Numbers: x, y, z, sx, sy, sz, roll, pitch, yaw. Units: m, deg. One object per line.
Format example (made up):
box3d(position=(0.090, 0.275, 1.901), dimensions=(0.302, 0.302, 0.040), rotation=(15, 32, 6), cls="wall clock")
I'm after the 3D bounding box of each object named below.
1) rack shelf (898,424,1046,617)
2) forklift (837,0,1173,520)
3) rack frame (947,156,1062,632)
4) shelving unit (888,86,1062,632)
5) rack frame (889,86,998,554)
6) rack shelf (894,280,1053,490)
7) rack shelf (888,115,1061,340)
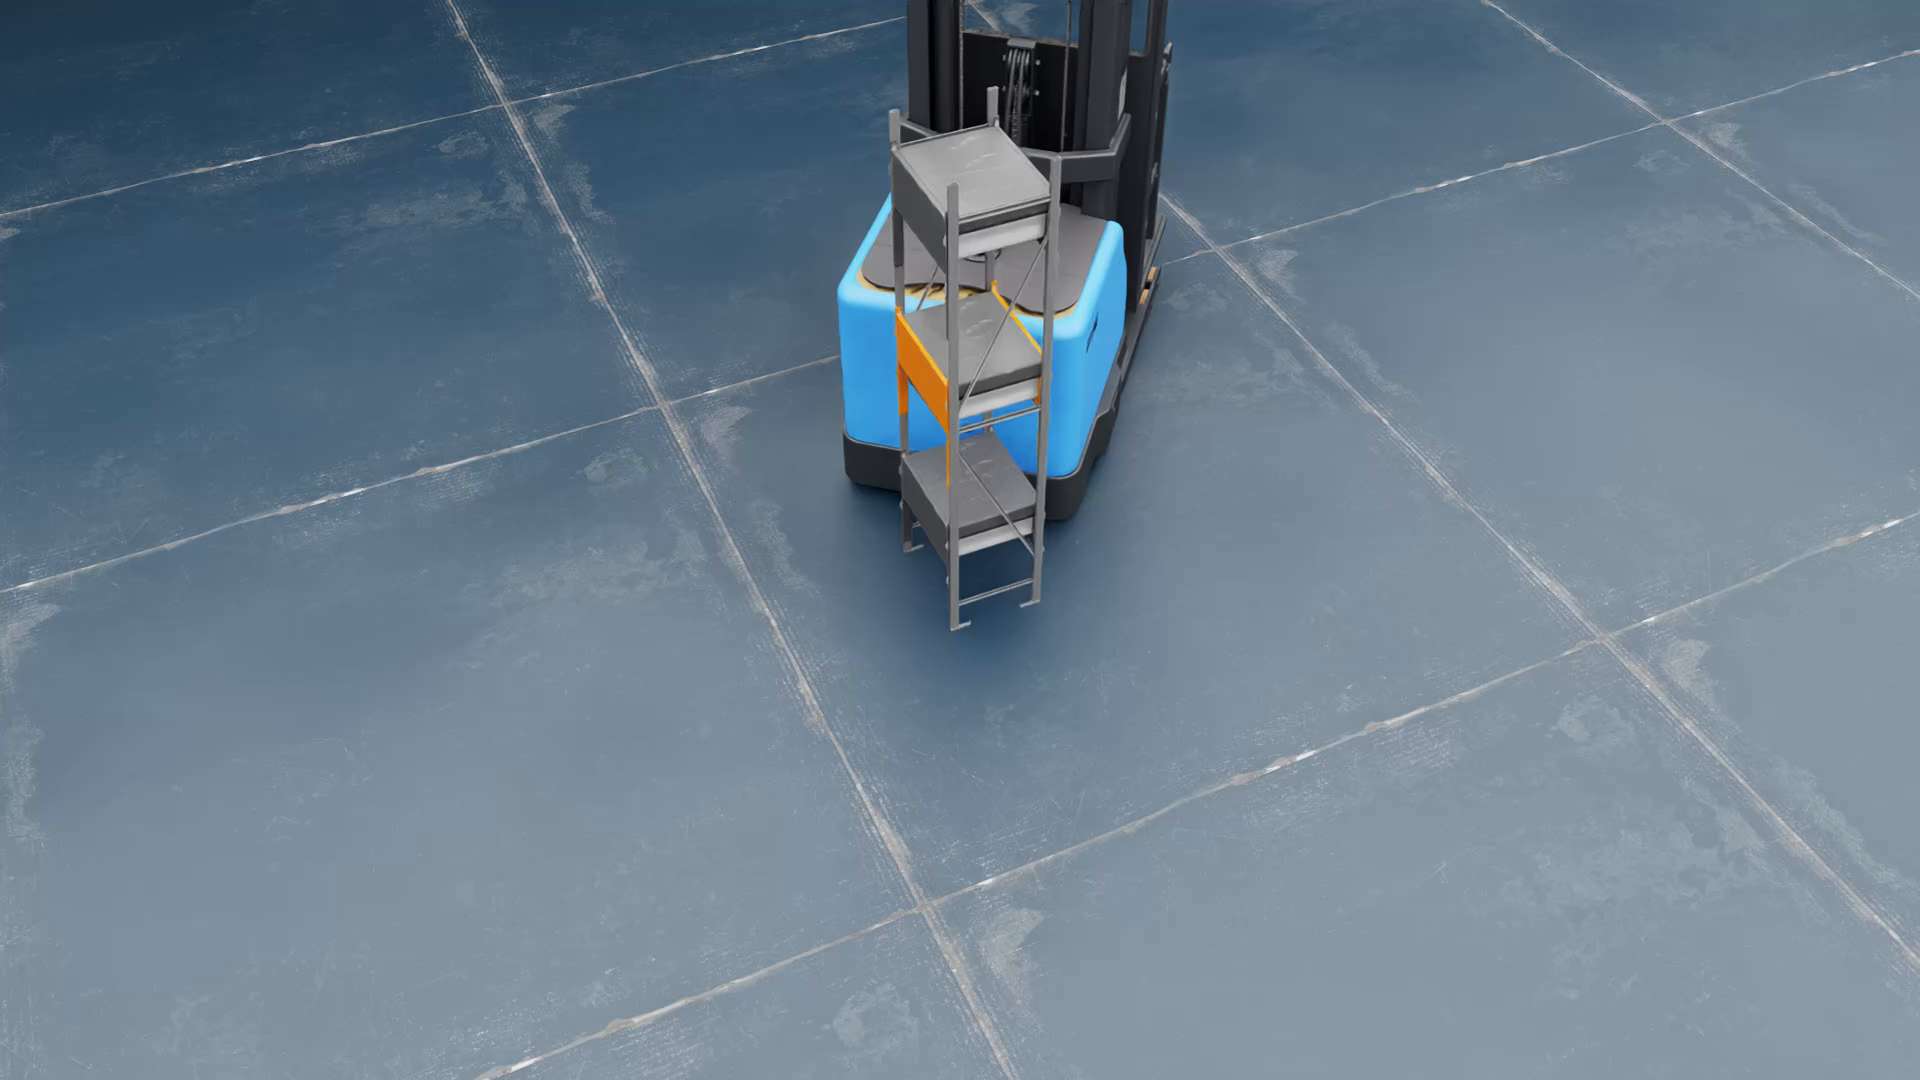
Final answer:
box3d(position=(0.045, -0.085, 6.726), dimensions=(0.431, 0.518, 0.480), rotation=(-17, 47, -17), cls="rack shelf")
box3d(position=(0.379, -2.182, 7.243), dimensions=(1.130, 2.935, 3.031), rotation=(11, 46, 11), cls="forklift")
box3d(position=(0.144, -0.436, 6.066), dimensions=(0.400, 2.100, 0.015), rotation=(-17, 47, -17), cls="rack frame")
box3d(position=(0.045, -0.593, 6.224), dimensions=(0.431, 2.100, 0.503), rotation=(-17, 47, -17), cls="shelving unit")
box3d(position=(-0.054, -0.749, 6.383), dimensions=(0.400, 2.100, 0.015), rotation=(-17, 47, -17), cls="rack frame")
box3d(position=(0.045, -0.583, 6.234), dimensions=(0.431, 0.518, 0.480), rotation=(-17, 47, -17), cls="rack shelf")
box3d(position=(0.045, -1.081, 5.742), dimensions=(0.431, 0.518, 0.480), rotation=(-17, 47, -17), cls="rack shelf")
